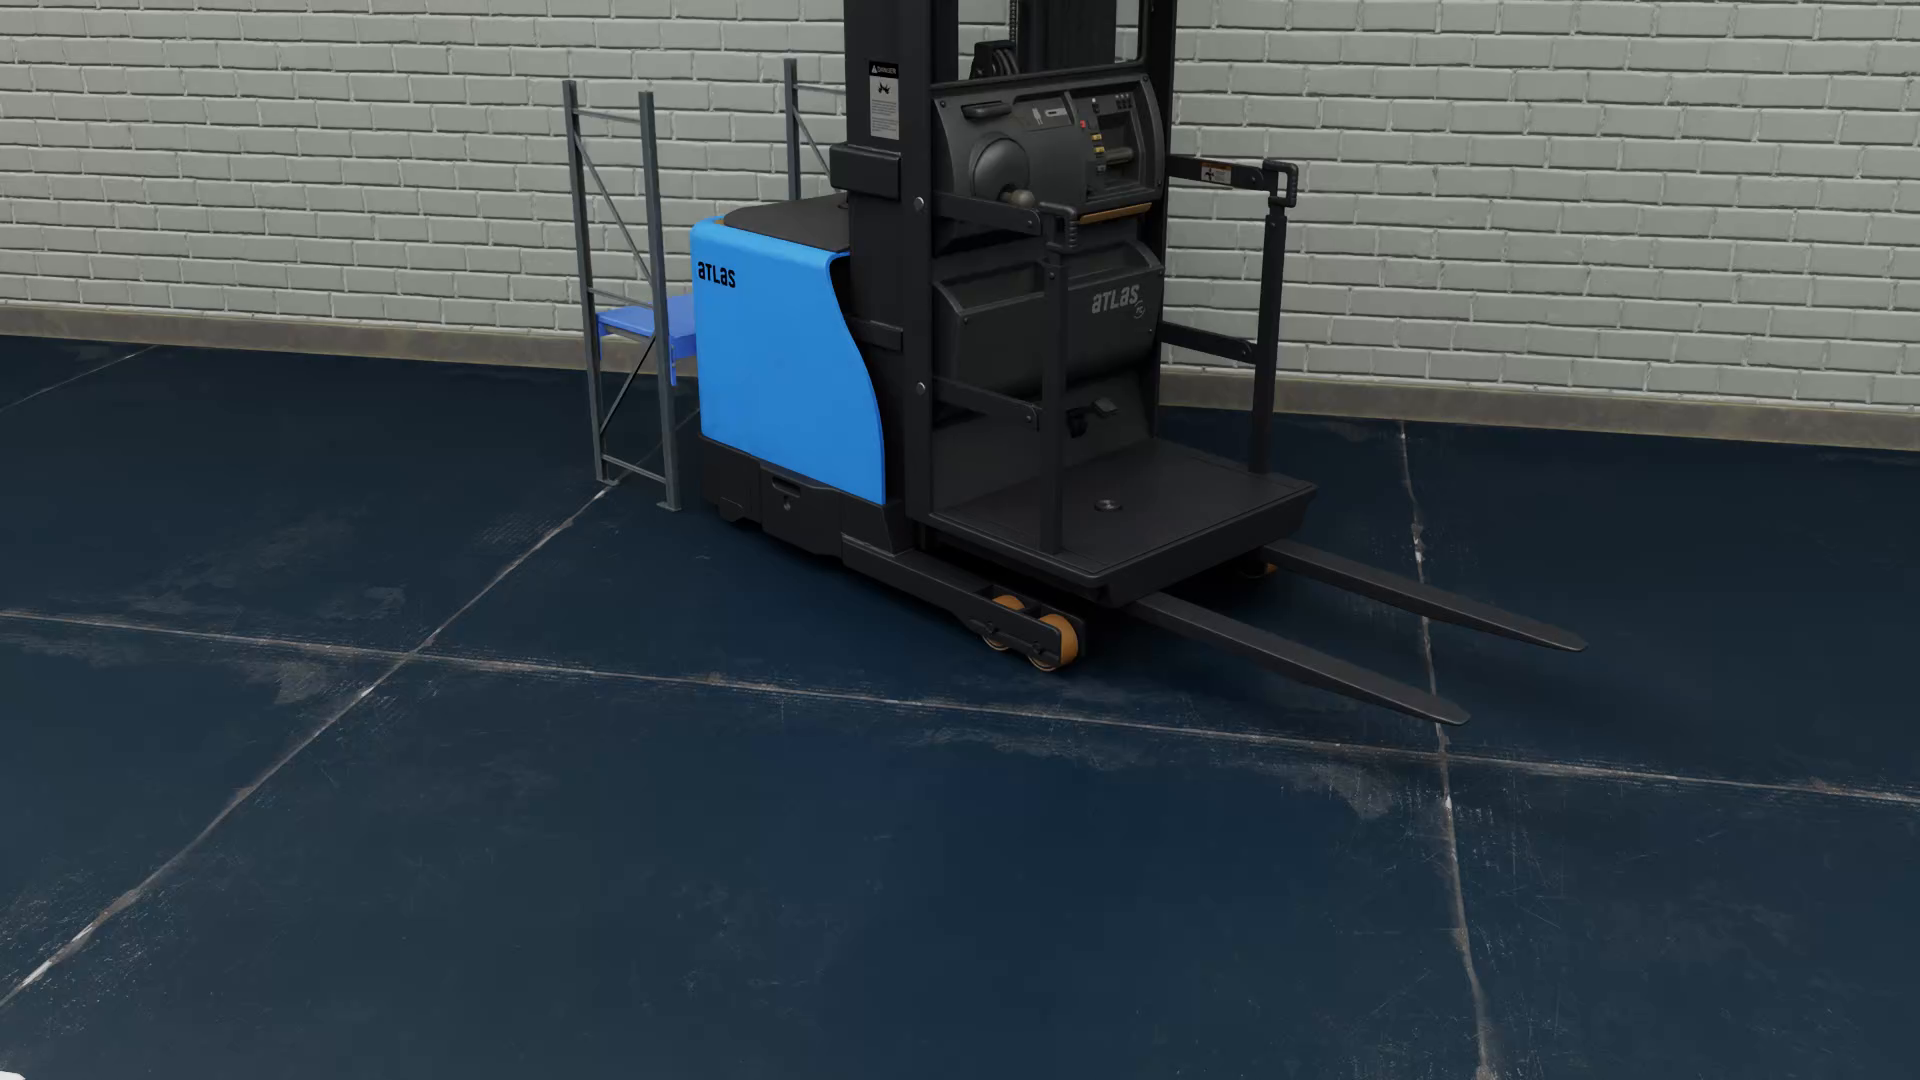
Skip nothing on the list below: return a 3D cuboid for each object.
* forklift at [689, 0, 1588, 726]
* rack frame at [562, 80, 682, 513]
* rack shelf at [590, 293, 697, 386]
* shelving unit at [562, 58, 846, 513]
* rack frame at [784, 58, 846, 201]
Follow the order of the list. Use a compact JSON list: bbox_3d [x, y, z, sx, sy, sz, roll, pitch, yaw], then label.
[{"bbox_3d":[0.434,-1.190,4.884,1.130,2.935,3.031,-20,29,-40],"label":"forklift"},{"bbox_3d":[-1.215,-0.864,5.992,0.500,1.500,0.032,20,29,40],"label":"rack frame"},{"bbox_3d":[-0.860,-0.834,6.397,0.538,0.185,1.000,20,29,40],"label":"rack shelf"},{"bbox_3d":[-0.860,-1.000,6.330,0.538,1.500,1.048,20,29,40],"label":"shelving unit"},{"bbox_3d":[-0.505,-1.136,6.667,0.500,1.500,0.032,20,29,40],"label":"rack frame"}]
